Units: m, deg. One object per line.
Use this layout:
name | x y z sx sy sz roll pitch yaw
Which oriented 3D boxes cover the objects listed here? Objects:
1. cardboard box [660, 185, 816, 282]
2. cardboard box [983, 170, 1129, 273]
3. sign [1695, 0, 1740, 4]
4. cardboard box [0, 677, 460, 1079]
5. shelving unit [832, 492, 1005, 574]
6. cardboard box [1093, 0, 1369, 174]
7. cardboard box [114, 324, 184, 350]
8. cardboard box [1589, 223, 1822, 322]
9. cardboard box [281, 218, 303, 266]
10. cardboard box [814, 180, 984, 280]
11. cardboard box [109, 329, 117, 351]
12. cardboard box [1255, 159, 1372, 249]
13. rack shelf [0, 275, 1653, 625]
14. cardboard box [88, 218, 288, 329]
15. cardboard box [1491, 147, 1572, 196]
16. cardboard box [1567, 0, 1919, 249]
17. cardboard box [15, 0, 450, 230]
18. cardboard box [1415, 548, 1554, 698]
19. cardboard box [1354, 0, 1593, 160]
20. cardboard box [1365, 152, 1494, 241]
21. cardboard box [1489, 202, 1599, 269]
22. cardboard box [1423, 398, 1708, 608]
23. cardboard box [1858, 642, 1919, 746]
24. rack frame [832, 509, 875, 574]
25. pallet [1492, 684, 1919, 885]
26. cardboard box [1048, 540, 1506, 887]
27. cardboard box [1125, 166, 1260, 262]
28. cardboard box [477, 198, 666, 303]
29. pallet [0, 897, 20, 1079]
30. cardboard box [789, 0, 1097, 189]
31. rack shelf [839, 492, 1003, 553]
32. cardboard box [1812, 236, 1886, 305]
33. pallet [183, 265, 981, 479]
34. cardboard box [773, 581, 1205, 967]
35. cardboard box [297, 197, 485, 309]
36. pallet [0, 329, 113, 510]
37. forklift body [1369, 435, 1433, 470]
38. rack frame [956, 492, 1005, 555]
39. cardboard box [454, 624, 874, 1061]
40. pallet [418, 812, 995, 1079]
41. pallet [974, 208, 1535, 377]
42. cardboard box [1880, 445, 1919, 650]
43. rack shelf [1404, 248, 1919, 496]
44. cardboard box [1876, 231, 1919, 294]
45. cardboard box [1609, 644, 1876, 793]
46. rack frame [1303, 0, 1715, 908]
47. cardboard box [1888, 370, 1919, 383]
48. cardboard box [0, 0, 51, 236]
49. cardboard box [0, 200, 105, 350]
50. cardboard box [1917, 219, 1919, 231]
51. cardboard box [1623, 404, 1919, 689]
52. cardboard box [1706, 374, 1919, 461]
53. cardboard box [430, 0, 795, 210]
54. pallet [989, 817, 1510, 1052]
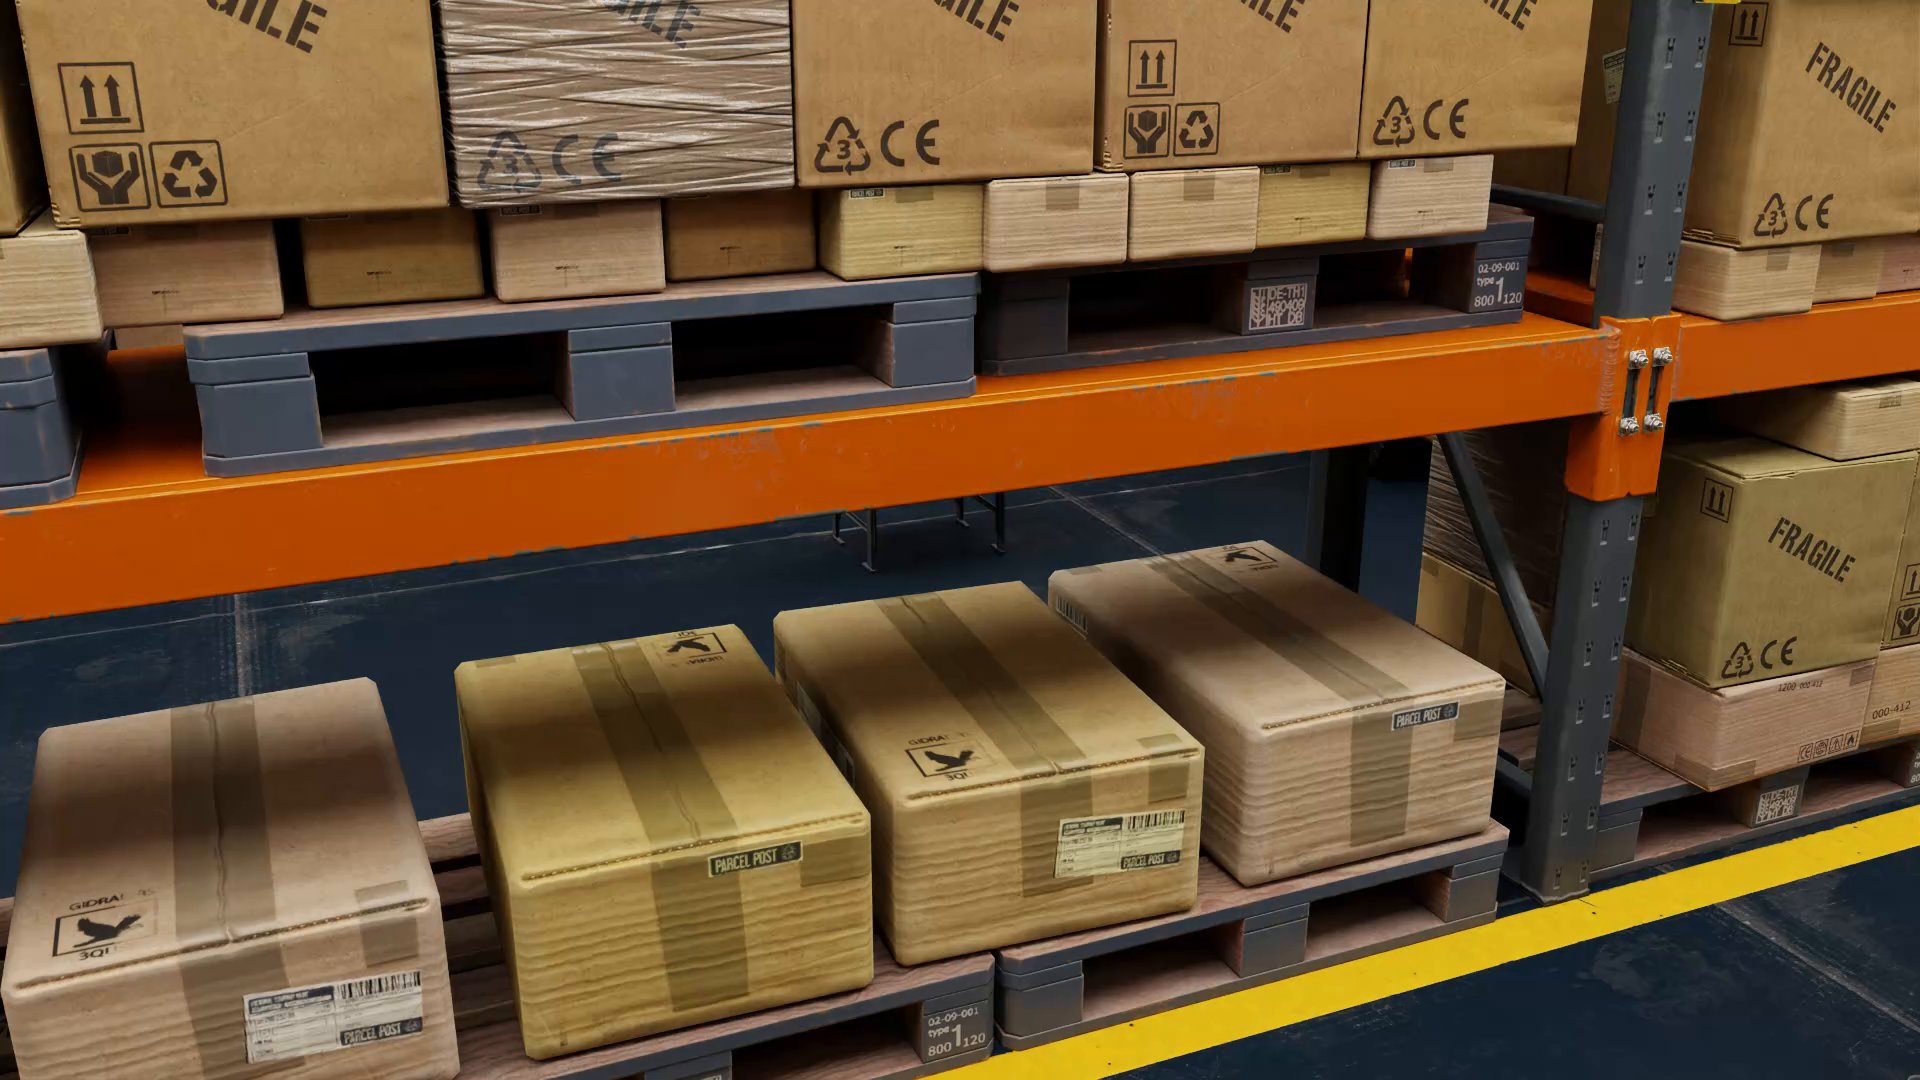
cardboard box | -0.428 -0.552 2.820 0.250 0.149 0.380 -9 21 -24
cardboard box | 0.093 -0.577 2.889 0.250 0.149 0.380 -8 21 -21
sign | 1.384 -1.135 2.985 0.005 0.325 0.100 -8 21 -22
cardboard box | -1.315 0.639 3.014 0.625 0.372 0.950 -9 21 -23
shelving unit | -0.152 -0.969 5.611 0.503 2.100 0.431 -8 21 -22
cardboard box | 0.373 -0.947 2.964 0.500 0.500 0.500 -8 21 -22
cardboard box | -3.307 -0.989 7.257 0.625 0.625 0.875 -7 21 -20
cardboard box | 1.577 -0.583 3.539 0.250 0.149 0.380 -8 21 -22
cardboard box | -1.111 -0.596 2.943 0.250 0.149 0.380 -8 21 -22
cardboard box | -0.145 -0.555 2.829 0.250 0.149 0.380 -8 21 -22
cardboard box | -3.904 -0.900 7.006 0.625 0.625 0.875 -7 21 -20
cardboard box | 0.548 -0.656 3.114 0.250 0.149 0.380 -9 21 -24
rack shelf | -0.676 -0.155 3.029 4.000 0.370 1.077 -8 21 -22
cardboard box | -1.147 -0.431 2.476 0.250 0.149 0.380 -7 21 -19
cardboard box | 1.470 -1.079 3.972 0.500 0.500 0.500 -9 21 -23
cardboard box | 1.675 -0.918 3.514 0.500 0.500 0.500 -8 21 -22
cardboard box | -1.047 -0.748 2.400 0.500 0.500 0.500 -8 21 -21
cardboard box | 1.597 0.182 4.498 0.500 0.250 0.500 -7 21 -19
cardboard box | 0.827 -1.012 3.150 0.500 0.500 0.500 -9 21 -23
cardboard box | 0.798 -0.685 3.198 0.250 0.149 0.380 -8 21 -21
cardboard box | 1.335 -0.774 4.083 0.250 0.149 0.380 -8 21 -22
cardboard box | 1.598 -0.172 4.373 0.500 0.500 0.500 -8 21 -23
cardboard box | 2.295 0.272 4.240 0.500 0.250 0.500 -7 21 -19
rack frame | -0.376 -0.937 5.520 0.015 2.100 0.400 -8 21 -22
pallet | 1.763 0.459 4.402 1.213 0.211 1.003 -8 21 -22
cardboard box | 0.680 0.354 3.826 0.625 0.372 0.950 -8 21 -21
cardboard box | 0.326 -0.611 2.987 0.250 0.149 0.380 -9 21 -23
cardboard box | -0.637 -0.495 2.657 0.250 0.149 0.380 -7 21 -20
pallet | -1.794 0.982 2.916 1.213 0.211 1.003 -8 21 -22
cardboard box | -0.104 -0.881 2.776 0.500 0.500 0.500 -7 21 -20
rack shelf | -0.152 -0.295 5.848 0.480 0.518 0.431 -8 21 -22
cardboard box | 1.788 -0.632 3.678 0.250 0.149 0.380 -8 21 -20
pallet | -0.711 -0.414 2.969 1.213 0.211 1.003 -8 21 -22
cardboard box | 0.021 0.449 3.554 0.625 0.372 0.950 -7 21 -19
cardboard box | -0.903 -0.480 2.616 0.250 0.149 0.380 -7 21 -20
pallet | -1.900 -0.267 2.553 1.003 0.211 1.213 -8 21 -22
forklift body | 1.845 -1.591 7.302 1.214 2.155 2.313 -8 21 -22
rack frame | 0.072 -1.001 5.703 0.015 2.100 0.400 -8 21 -22
cardboard box | -0.617 0.541 3.293 0.625 0.372 0.950 -7 21 -20
pallet | -0.676 0.822 3.369 1.213 0.211 1.003 -8 21 -22
pallet | 0.401 -0.611 3.529 1.213 0.211 1.003 -8 21 -22
cardboard box | 2.296 -0.082 4.116 0.500 0.500 0.500 -7 21 -20
rack shelf | 2.997 -0.681 4.524 4.000 0.370 1.077 -8 21 -22
cardboard box | 2.020 -0.676 3.804 0.250 0.149 0.380 -8 21 -22
cardboard box | 1.809 0.346 4.031 0.500 0.250 0.500 -9 21 -24
rack frame | 1.161 -0.758 3.657 0.127 3.000 1.000 -8 21 -22
cardboard box | 2.419 -0.380 3.987 0.250 0.149 0.380 -7 21 -20
cardboard box | -1.532 -0.676 2.195 0.500 0.500 0.500 -7 21 -19
cardboard box | -1.337 -0.376 2.319 0.250 0.149 0.380 -8 21 -22
cardboard box | 2.127 -0.991 3.722 0.500 0.500 0.500 -8 21 -22
cardboard box | 1.809 -0.008 3.906 0.500 0.500 0.500 -7 21 -19
cardboard box | 1.948 -0.312 3.793 0.250 0.149 0.380 -8 21 -21
cardboard box | -0.584 -0.812 2.580 0.500 0.500 0.500 -9 21 -24
pallet | 0.446 0.661 3.828 1.213 0.211 1.003 -8 21 -22
